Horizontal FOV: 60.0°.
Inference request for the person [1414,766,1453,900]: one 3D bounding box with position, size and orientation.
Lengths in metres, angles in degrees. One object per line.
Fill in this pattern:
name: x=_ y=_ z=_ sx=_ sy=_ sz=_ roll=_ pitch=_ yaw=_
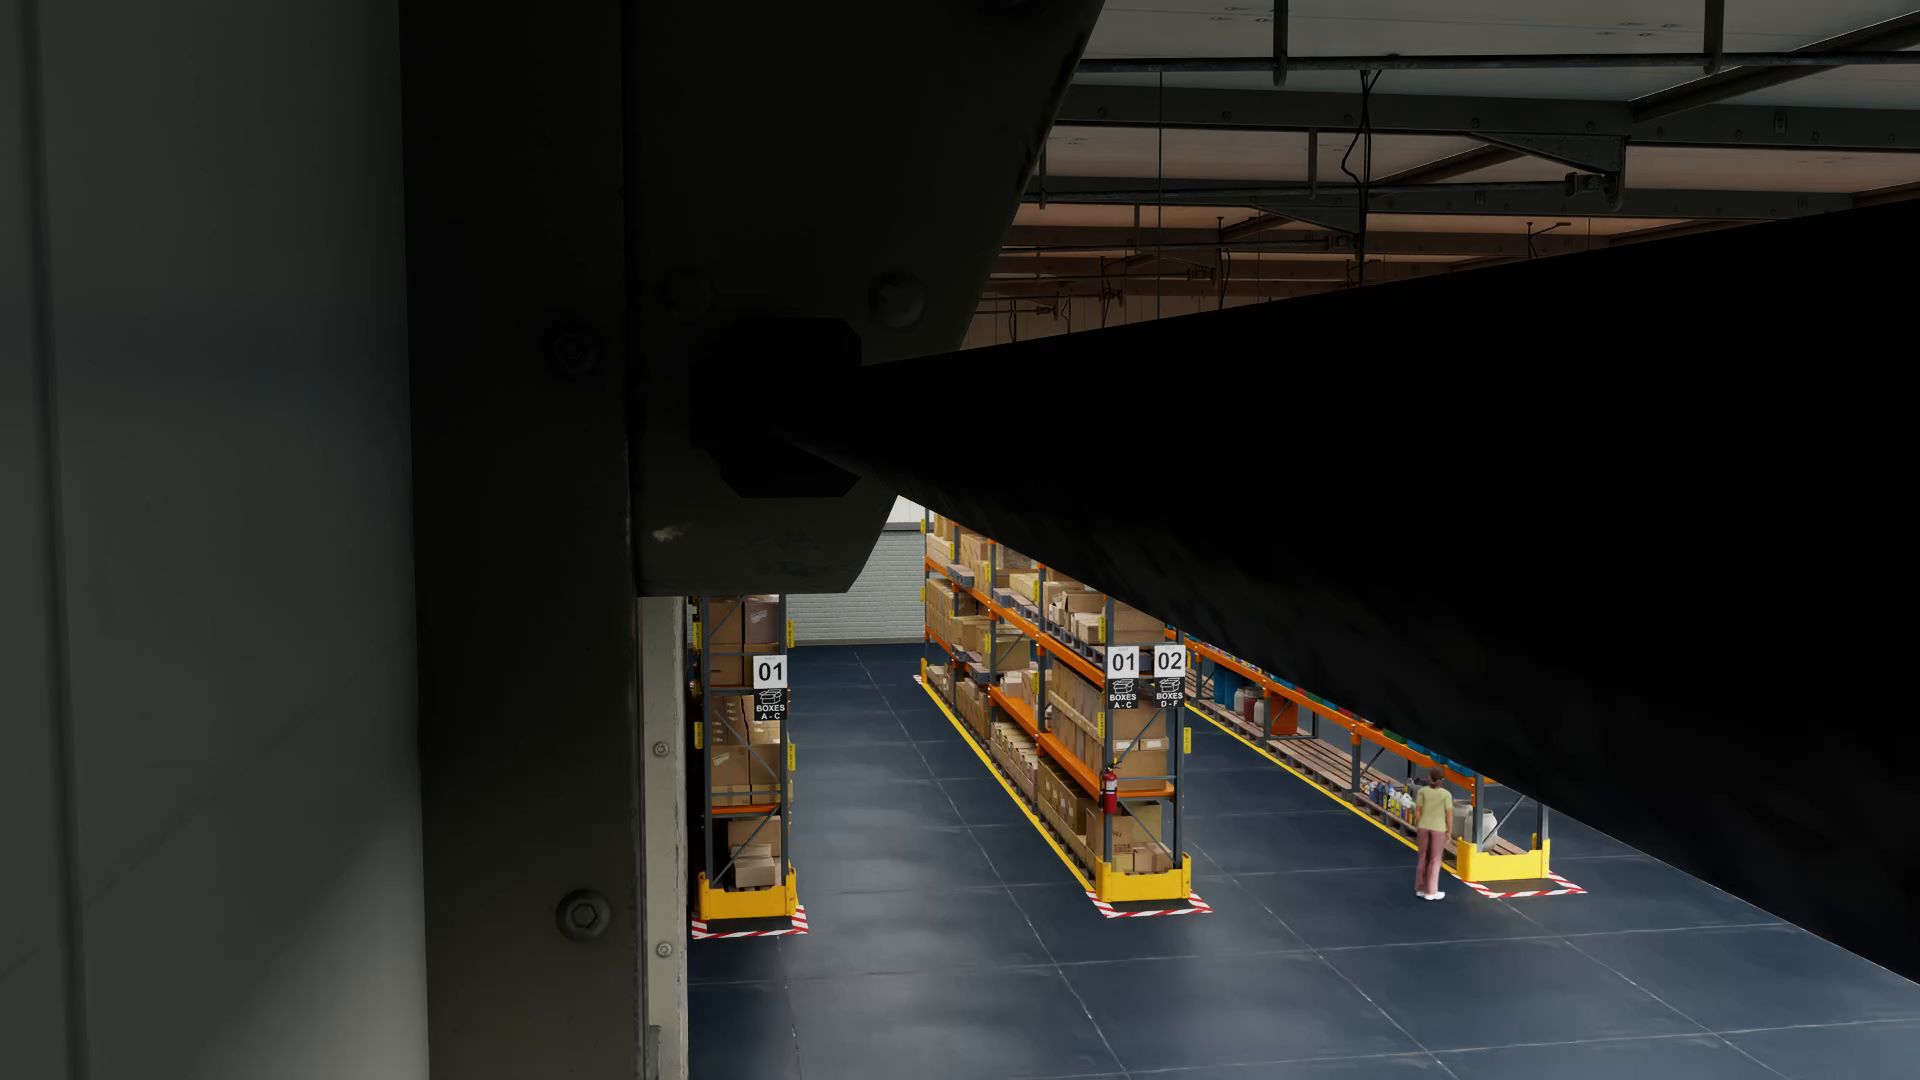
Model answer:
person: x=5.939 y=3.660 z=20.834 sx=0.464 sy=1.686 sz=0.361 roll=3 pitch=6 yaw=32
